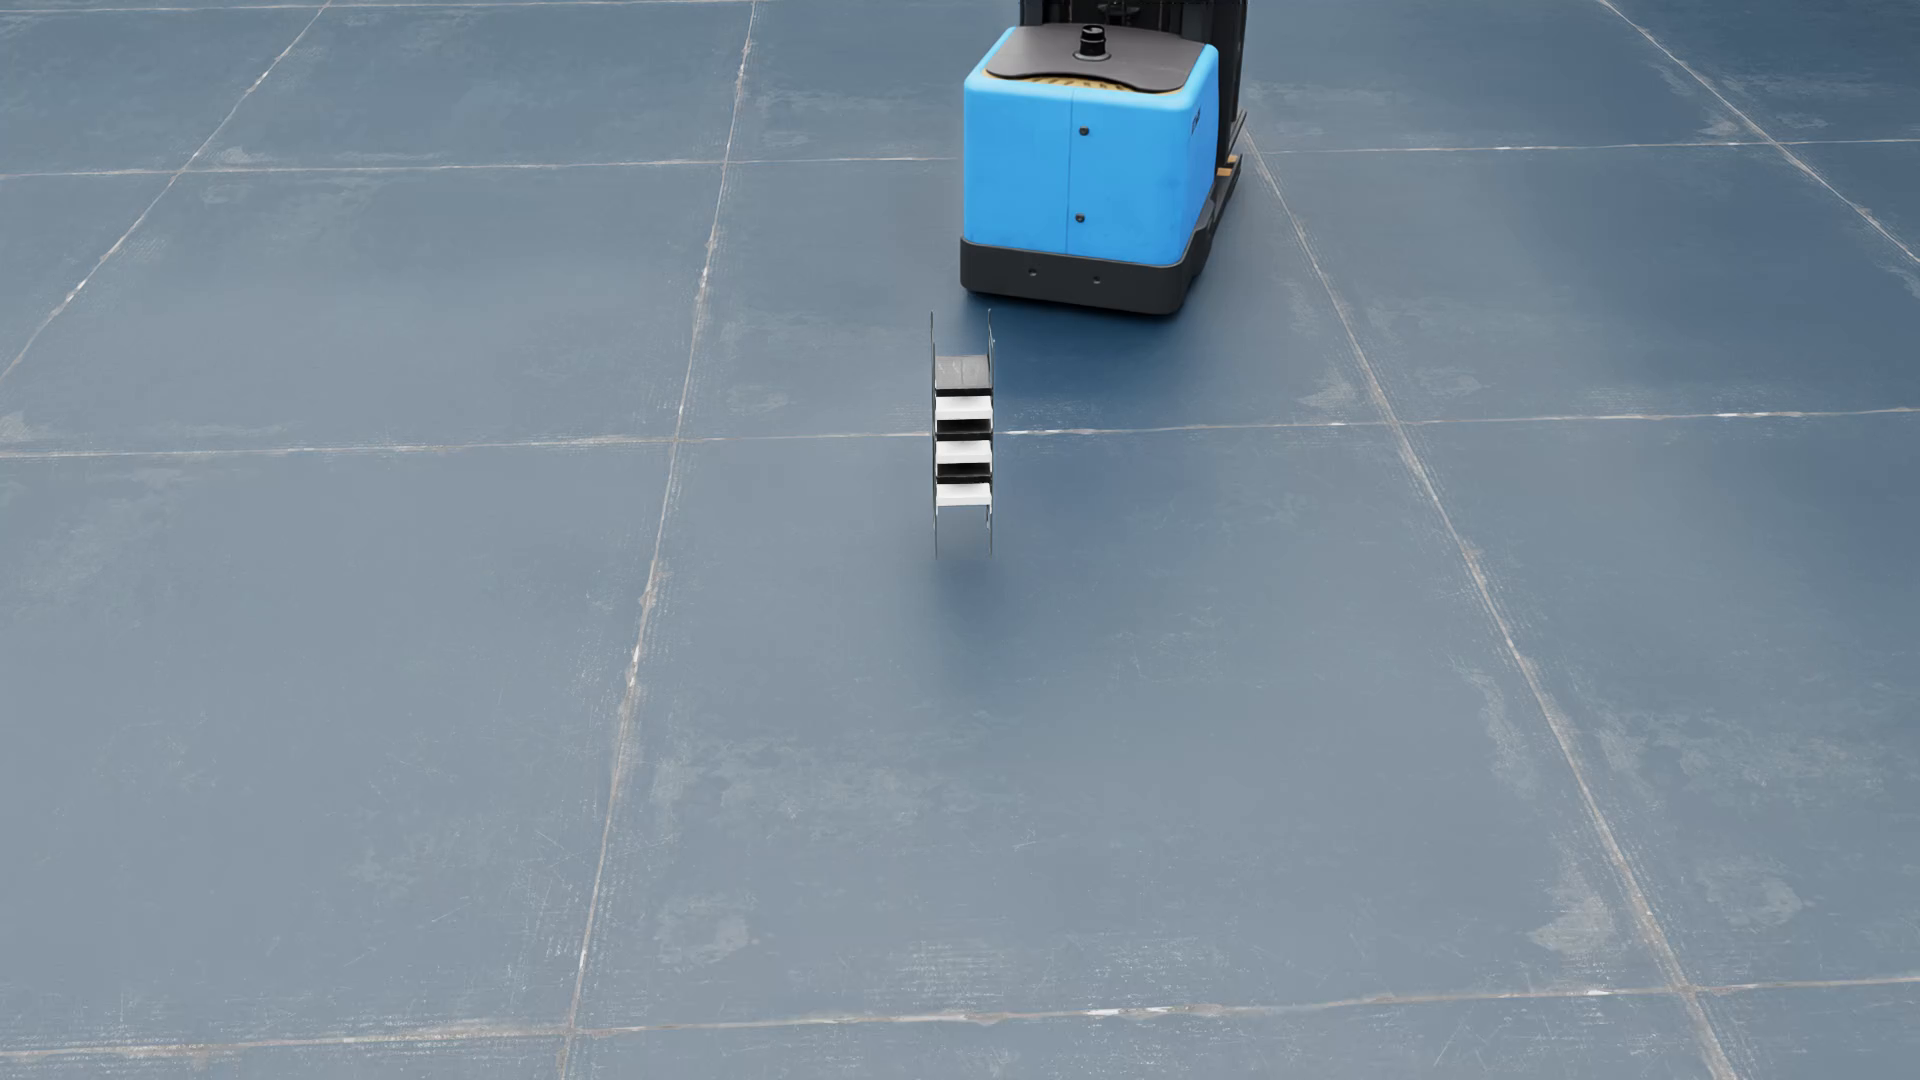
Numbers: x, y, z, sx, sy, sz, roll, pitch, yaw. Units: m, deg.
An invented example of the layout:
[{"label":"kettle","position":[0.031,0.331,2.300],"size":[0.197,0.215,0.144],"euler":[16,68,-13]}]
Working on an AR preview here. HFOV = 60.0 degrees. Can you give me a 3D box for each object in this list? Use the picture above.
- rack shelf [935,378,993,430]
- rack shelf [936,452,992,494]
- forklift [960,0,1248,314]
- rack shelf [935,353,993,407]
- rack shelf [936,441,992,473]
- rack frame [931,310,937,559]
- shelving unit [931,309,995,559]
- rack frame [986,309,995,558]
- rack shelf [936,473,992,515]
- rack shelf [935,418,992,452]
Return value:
[{"label":"rack shelf","position":[0.008,-0.491,5.911],"size":[0.200,0.077,0.258],"euler":[-2,35,-2]},{"label":"rack shelf","position":[0.008,-0.269,6.064],"size":[0.200,0.077,0.258],"euler":[-2,35,-2]},{"label":"forklift","position":[0.901,-3.074,8.116],"size":[1.130,2.935,3.031],"euler":[9,36,13]},{"label":"rack shelf","position":[0.008,-0.565,5.860],"size":[0.200,0.077,0.258],"euler":[-2,35,-2]},{"label":"rack shelf","position":[0.008,-0.343,6.013],"size":[0.200,0.077,0.258],"euler":[-2,35,-2]},{"label":"rack frame","position":[-0.093,-0.367,5.990],"size":[0.006,0.900,0.240],"euler":[-2,35,-2]},{"label":"shelving unit","position":[0.008,-0.370,5.994],"size":[0.210,0.900,0.258],"euler":[-2,35,-2]},{"label":"rack frame","position":[0.110,-0.373,5.998],"size":[0.006,0.900,0.240],"euler":[-2,35,-2]},{"label":"rack shelf","position":[0.008,-0.195,6.116],"size":[0.200,0.077,0.258],"euler":[-2,35,-2]},{"label":"rack shelf","position":[0.008,-0.417,5.962],"size":[0.200,0.077,0.258],"euler":[-2,35,-2]}]
